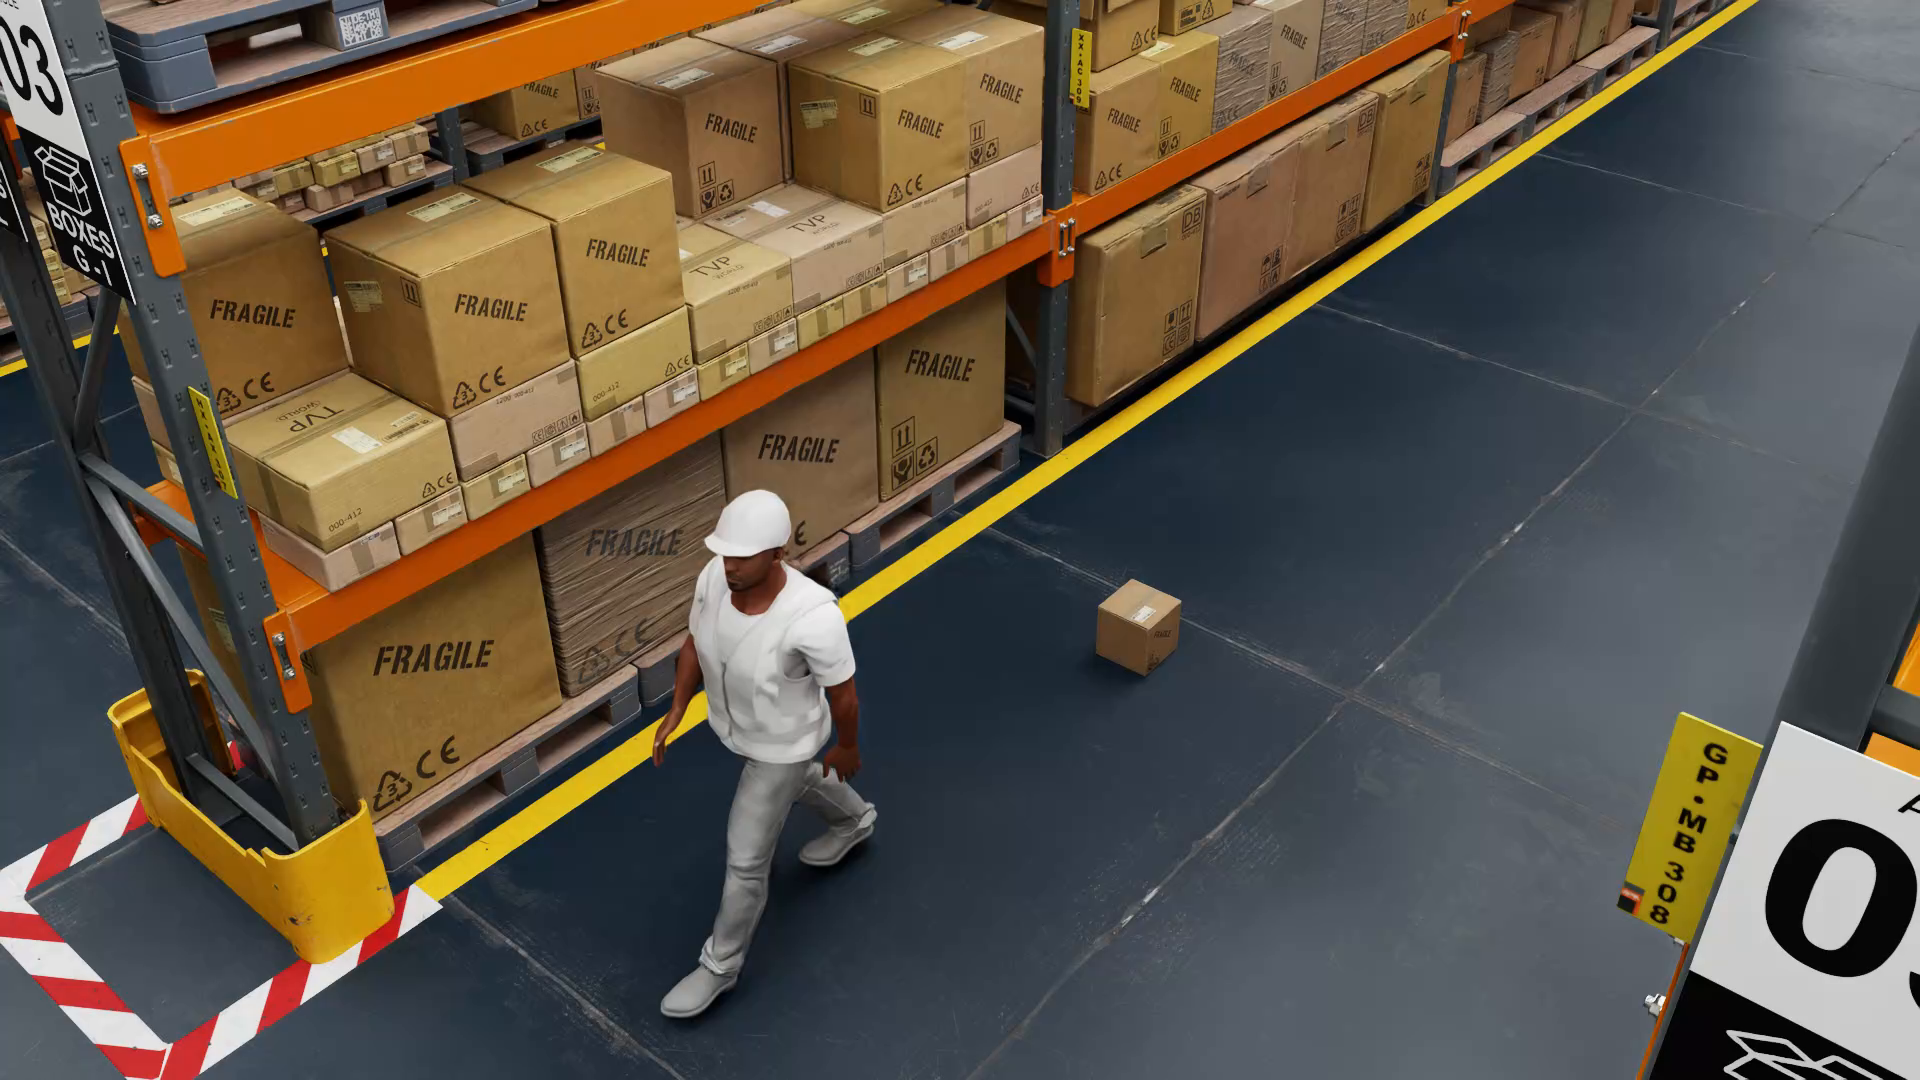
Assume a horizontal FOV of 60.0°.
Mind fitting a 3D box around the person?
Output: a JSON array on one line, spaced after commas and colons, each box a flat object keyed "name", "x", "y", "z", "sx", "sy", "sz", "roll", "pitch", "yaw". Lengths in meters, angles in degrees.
[{"name": "person", "x": -0.661, "y": 0.606, "z": 5.243, "sx": 0.576, "sy": 1.711, "sz": 1.063, "roll": 29, "pitch": 44, "yaw": 35}]
